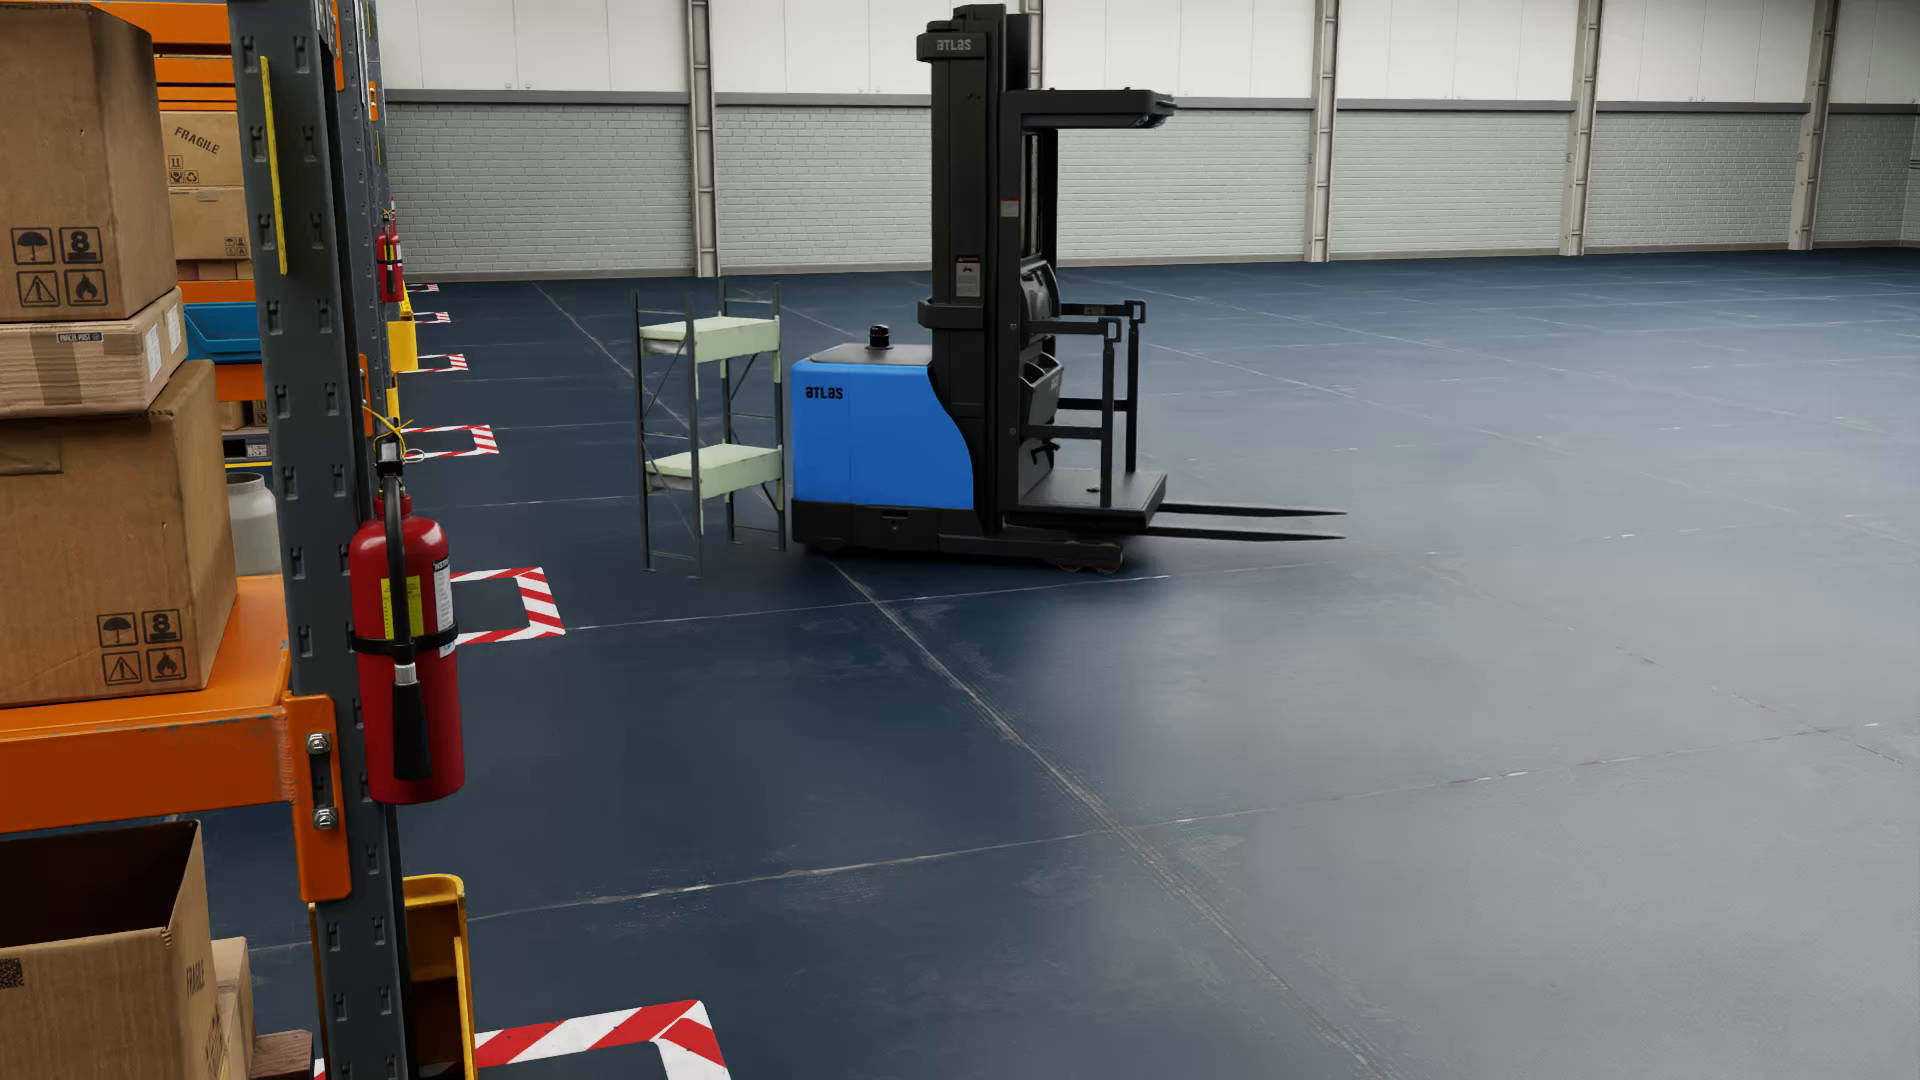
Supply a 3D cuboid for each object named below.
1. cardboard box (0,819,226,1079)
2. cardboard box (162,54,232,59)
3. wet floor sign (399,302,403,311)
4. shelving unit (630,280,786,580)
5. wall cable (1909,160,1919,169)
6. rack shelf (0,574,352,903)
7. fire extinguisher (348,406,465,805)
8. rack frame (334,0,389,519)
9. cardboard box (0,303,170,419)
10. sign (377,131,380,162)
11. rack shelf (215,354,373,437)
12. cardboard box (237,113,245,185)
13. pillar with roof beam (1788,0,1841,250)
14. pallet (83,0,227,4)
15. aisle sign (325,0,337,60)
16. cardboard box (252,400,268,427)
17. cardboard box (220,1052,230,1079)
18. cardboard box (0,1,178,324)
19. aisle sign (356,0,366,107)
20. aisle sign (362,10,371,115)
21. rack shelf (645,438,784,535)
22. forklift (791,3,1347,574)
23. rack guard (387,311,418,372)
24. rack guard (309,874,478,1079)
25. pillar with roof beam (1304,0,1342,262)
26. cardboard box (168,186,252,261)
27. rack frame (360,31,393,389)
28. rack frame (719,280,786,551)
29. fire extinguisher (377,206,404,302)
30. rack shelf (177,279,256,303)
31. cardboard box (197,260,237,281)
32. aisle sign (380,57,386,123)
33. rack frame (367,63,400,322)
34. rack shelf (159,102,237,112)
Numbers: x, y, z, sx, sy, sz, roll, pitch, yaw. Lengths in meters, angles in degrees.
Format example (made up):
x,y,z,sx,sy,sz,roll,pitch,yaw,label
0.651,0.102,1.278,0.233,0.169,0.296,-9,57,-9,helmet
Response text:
x,y,z,sx,sy,sz,roll,pitch,yaw,label
-1.636,0.854,2.986,0.500,0.500,0.500,-4,14,-18,cardboard box
-5.227,-3.450,11.508,0.500,0.250,0.500,-4,14,-18,cardboard box
-6.469,-2.579,19.091,0.232,0.644,0.267,-7,15,-28,wet floor sign
-1.346,-0.618,8.999,0.431,1.500,0.755,8,15,30,shelving unit
21.574,-9.150,35.375,0.112,2.526,3.097,-4,14,-18,wall cable
-3.118,0.478,2.706,4.000,0.370,1.077,-4,14,-18,rack shelf
-0.962,0.111,2.861,0.183,0.674,0.296,-4,14,-18,fire extinguisher
-2.799,-1.106,7.812,0.127,3.000,1.000,-4,14,-18,rack frame
-1.524,-0.314,2.863,0.250,0.149,0.380,-5,14,-19,cardboard box
-5.705,-3.846,16.318,0.005,0.325,0.100,-4,14,-18,sign
-4.694,-0.609,7.275,4.000,0.370,1.077,-4,14,-18,rack shelf
-4.821,-2.778,11.819,0.500,0.500,0.500,-4,14,-18,cardboard box
19.733,-9.789,31.352,0.400,9.000,9.100,-4,14,-18,pillar with roof beam
-3.614,-2.434,7.320,1.213,0.211,1.003,-4,14,-18,pallet
-1.258,-1.356,3.246,0.004,0.787,0.394,-4,14,-18,aisle sign
-4.976,-1.138,12.441,0.500,0.500,0.500,-2,14,-8,cardboard box
-1.637,1.218,3.074,0.500,0.250,0.500,-4,14,-18,cardboard box
-1.719,-0.664,2.932,0.500,0.500,0.700,-4,14,-18,cardboard box
-2.824,-2.441,7.804,0.004,0.787,0.394,-4,14,-18,aisle sign
-4.415,-3.528,12.374,0.004,0.787,0.394,-4,14,-18,aisle sign
-1.346,-0.301,9.074,0.431,0.370,0.720,8,15,30,rack shelf
0.630,-1.379,9.106,3.031,2.935,1.130,3,14,13,forklift
-5.842,-2.074,17.280,0.348,0.500,1.175,-4,14,-18,rack guard
-1.200,1.195,3.540,0.348,0.500,1.175,-4,14,-18,rack guard
8.360,-8.904,27.628,0.400,9.000,9.100,-4,14,-18,pillar with roof beam
-5.344,-2.288,11.922,0.500,0.500,0.875,-4,14,-18,cardboard box
-4.378,-2.193,12.379,0.127,3.000,1.000,-4,14,-18,rack frame
-1.160,-0.691,9.306,0.400,1.500,0.023,8,15,30,rack frame
-4.123,-2.062,11.998,0.183,0.674,0.296,-4,14,-18,fire extinguisher
-6.274,-1.695,11.842,4.000,0.370,1.077,-4,14,-18,rack shelf
-5.282,-1.941,11.864,0.250,0.149,0.380,-4,14,-18,cardboard box
-5.893,-4.624,16.981,0.004,0.787,0.394,-4,14,-18,aisle sign
-5.865,-3.288,16.984,0.127,3.000,1.000,-4,14,-18,rack frame
-9.435,-5.328,20.632,4.000,0.370,1.077,-4,14,-18,rack shelf
